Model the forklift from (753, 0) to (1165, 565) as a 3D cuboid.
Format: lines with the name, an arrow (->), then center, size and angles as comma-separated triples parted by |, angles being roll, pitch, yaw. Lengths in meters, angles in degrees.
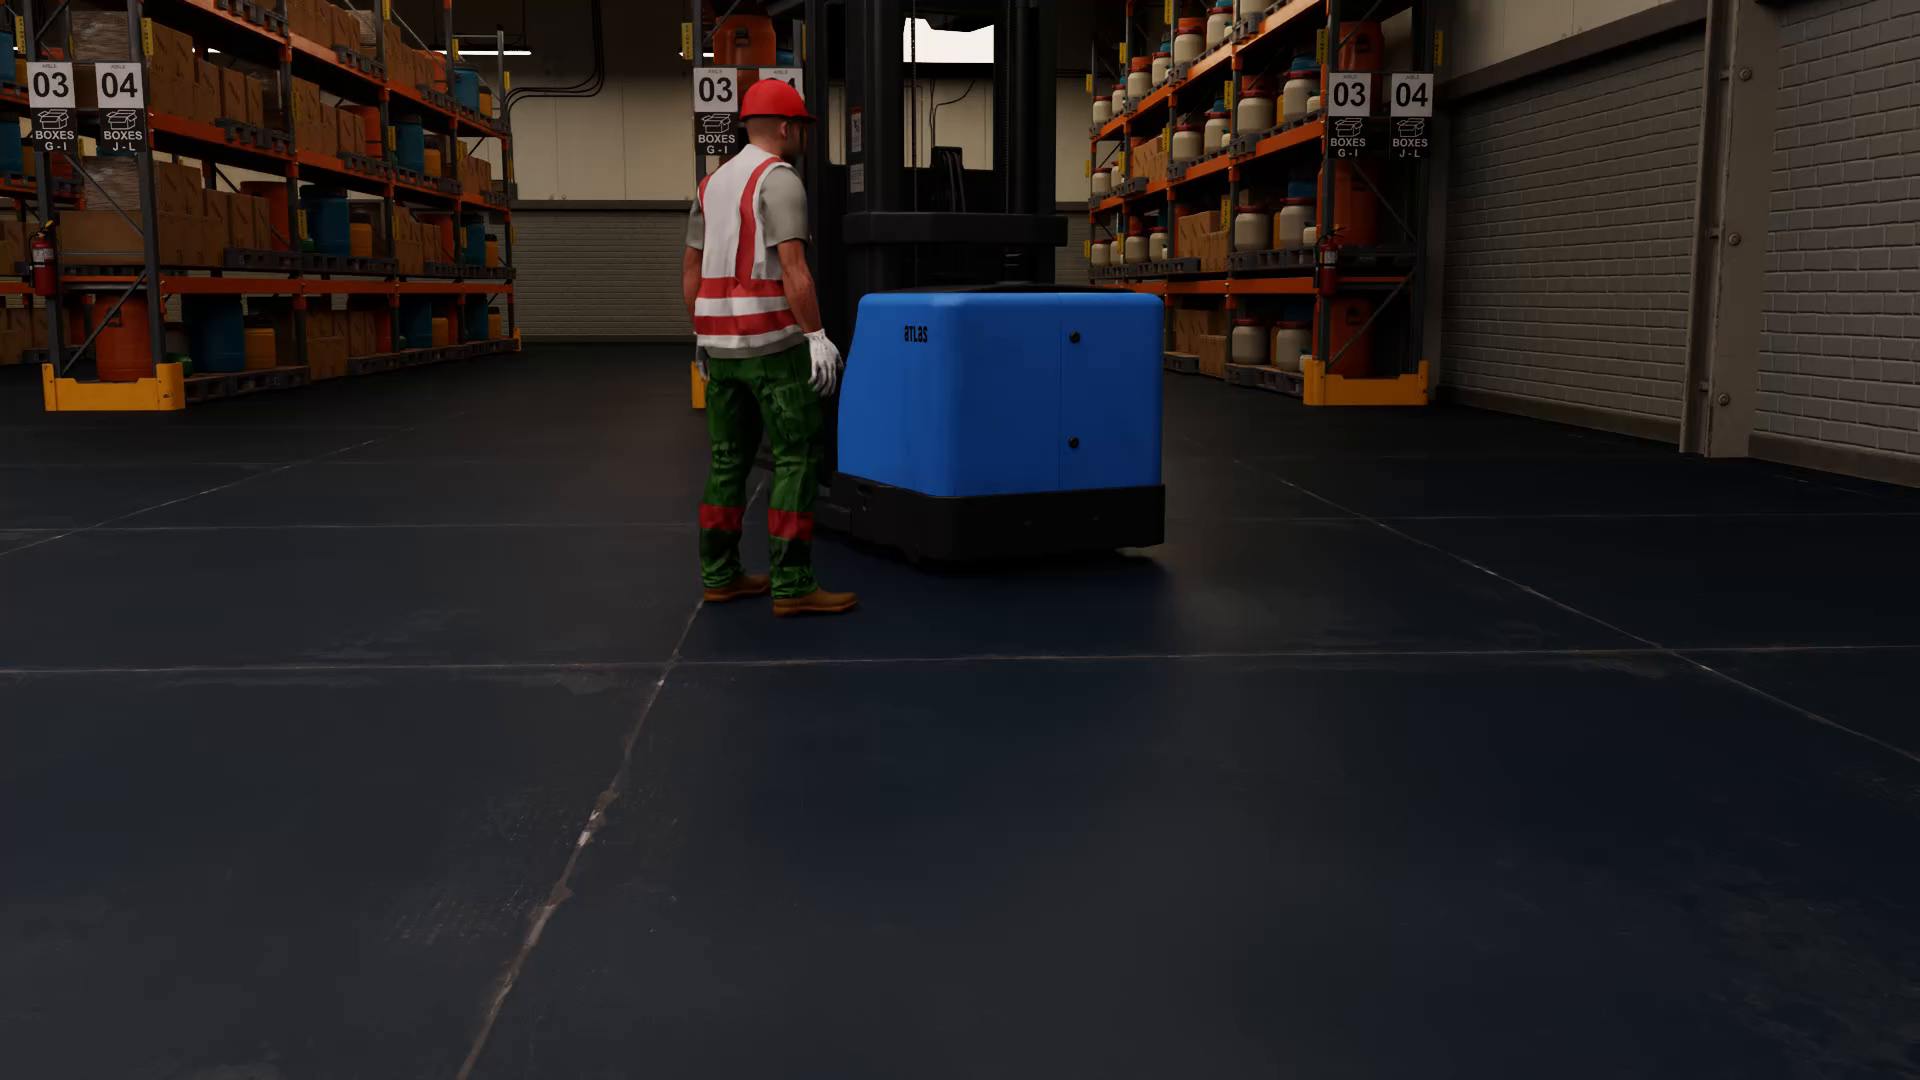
forklift -> -0.264, -1.530, 7.637 | 1.130, 2.935, 3.031 | -4, 9, -25

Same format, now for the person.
person -> -0.648, -0.644, 5.605 | 0.449, 1.778, 0.678 | -8, 12, -43
